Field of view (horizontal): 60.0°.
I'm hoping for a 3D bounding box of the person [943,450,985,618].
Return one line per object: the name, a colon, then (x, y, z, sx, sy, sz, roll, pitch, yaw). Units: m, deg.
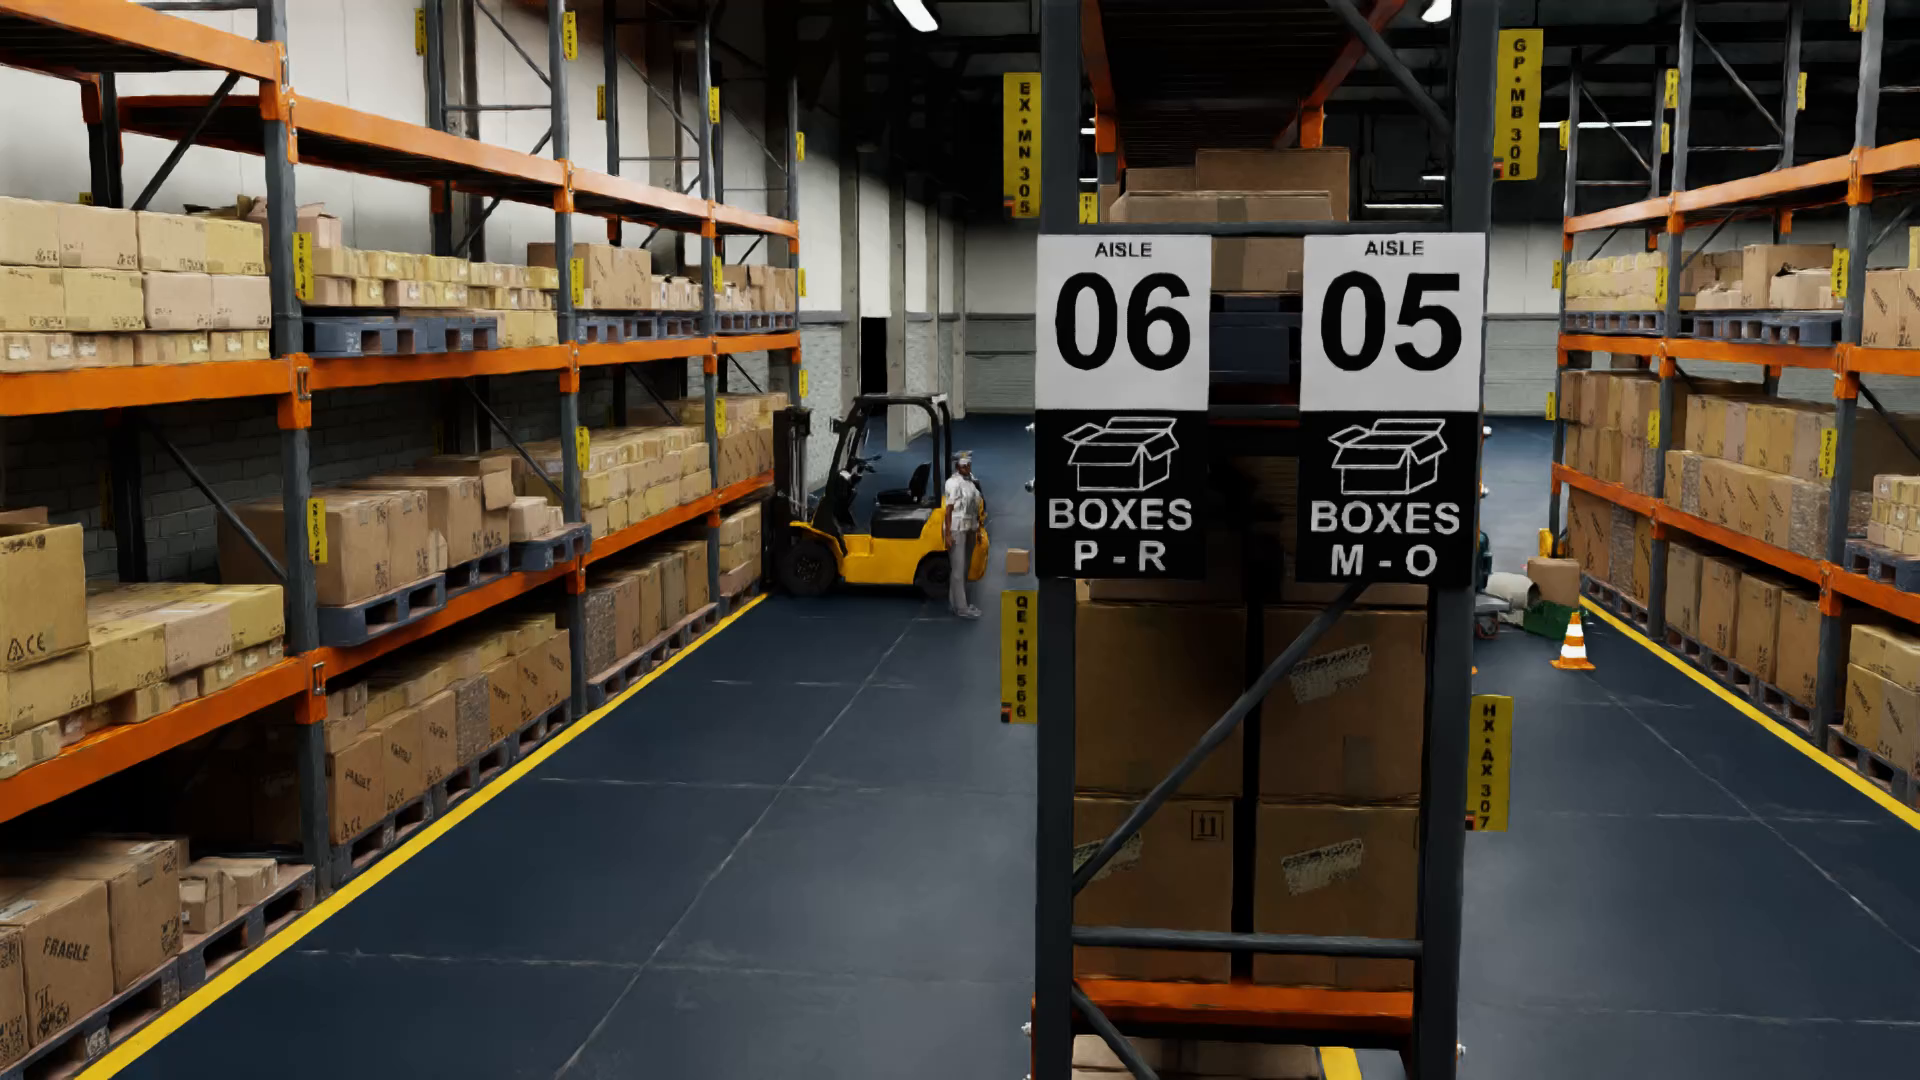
person: (0.053, -0.072, 16.618, 0.539, 1.672, 0.559, 5, 9, 34)
